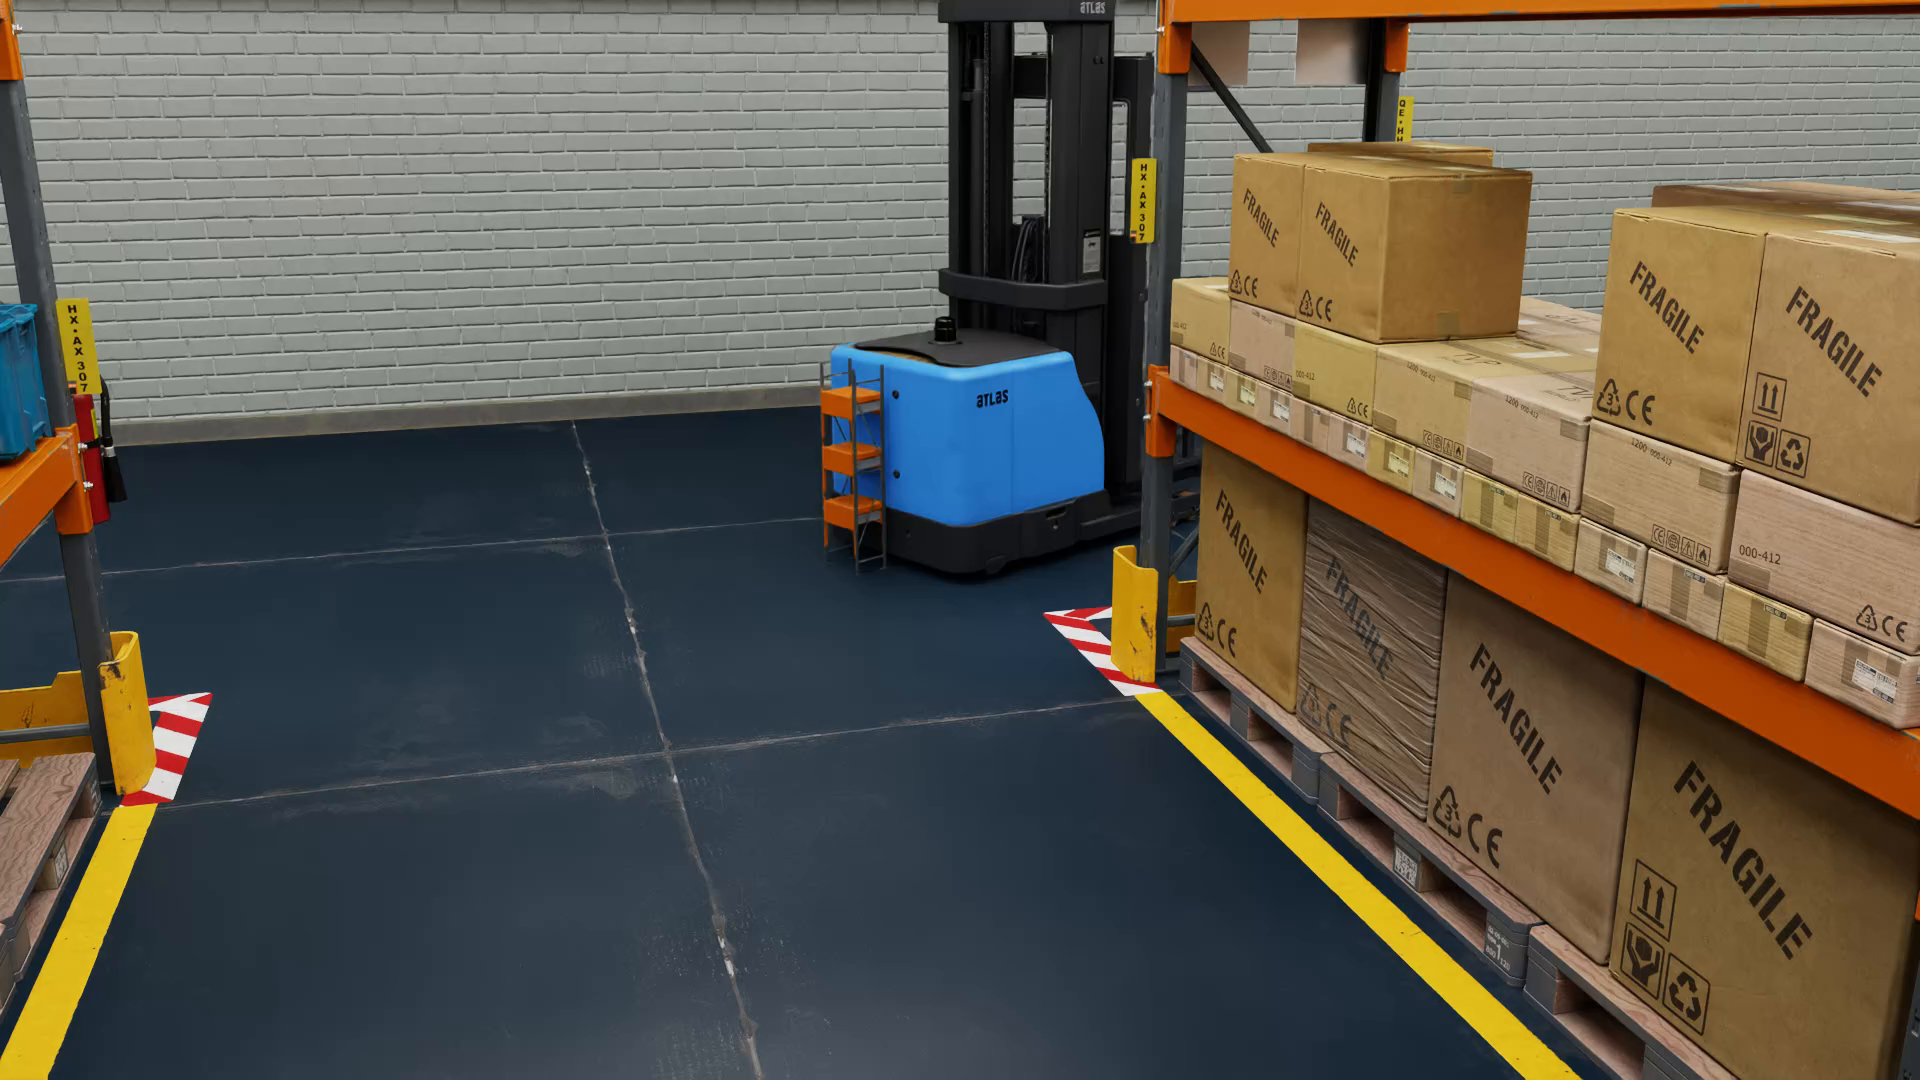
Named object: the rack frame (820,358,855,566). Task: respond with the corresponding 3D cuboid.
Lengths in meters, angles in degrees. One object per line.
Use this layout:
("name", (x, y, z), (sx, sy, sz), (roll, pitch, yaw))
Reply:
("rack frame", (-0.619, -0.390, 8.425), (0.200, 1.050, 0.008), (-15, 23, -41))

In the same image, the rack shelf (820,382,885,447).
("rack shelf", (-0.534, -0.626, 8.262), (0.215, 0.259, 0.240), (-15, 23, -41))

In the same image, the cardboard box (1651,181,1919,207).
("cardboard box", (2.192, -0.676, 4.428), (0.500, 0.500, 0.500), (-5, 18, -17))

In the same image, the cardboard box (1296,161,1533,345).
("cardboard box", (1.412, -0.914, 5.221), (0.500, 0.500, 0.500), (-5, 17, -17))

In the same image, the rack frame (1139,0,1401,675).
("rack frame", (1.254, -0.919, 6.799), (1.000, 3.000, 0.127), (-5, 17, -15))

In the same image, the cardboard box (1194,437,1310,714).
("cardboard box", (1.506, 0.068, 6.476), (0.875, 0.875, 0.875), (-5, 17, -15))

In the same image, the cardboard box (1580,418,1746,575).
("cardboard box", (1.835, -0.128, 3.908), (0.500, 0.250, 0.500), (-4, 17, -14))

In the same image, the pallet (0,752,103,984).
("pallet", (-3.319, 1.039, 5.127), (1.003, 0.211, 1.213), (-5, 17, -15))

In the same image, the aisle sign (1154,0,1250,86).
("aisle sign", (0.945, -2.161, 6.412), (0.394, 0.787, 0.004), (-5, 17, -15))

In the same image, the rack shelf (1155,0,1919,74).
("rack shelf", (1.803, -1.458, 4.629), (1.077, 0.370, 4.000), (-5, 17, -15))

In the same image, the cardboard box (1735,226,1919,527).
("cardboard box", (1.969, -0.349, 3.339), (0.500, 0.500, 0.500), (-4, 17, -14))

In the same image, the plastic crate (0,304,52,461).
("plastic crate", (-3.237, -0.496, 5.222), (0.616, 0.435, 0.499), (-5, 17, -15))

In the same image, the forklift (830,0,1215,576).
("forklift", (0.731, -1.567, 9.075), (3.031, 2.935, 1.130), (-15, 23, -42))

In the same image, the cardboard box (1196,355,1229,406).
("cardboard box", (1.106, -0.604, 6.185), (0.380, 0.149, 0.250), (-5, 17, -16))

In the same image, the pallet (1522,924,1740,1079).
("pallet", (2.219, 1.306, 4.237), (1.003, 0.211, 1.213), (-5, 17, -15))

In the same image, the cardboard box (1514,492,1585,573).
("cardboard box", (1.671, -0.036, 4.294), (0.380, 0.149, 0.250), (-4, 17, -14))

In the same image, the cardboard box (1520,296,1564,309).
("cardboard box", (1.781, -0.737, 5.934), (0.500, 0.250, 0.500), (-5, 17, -16))

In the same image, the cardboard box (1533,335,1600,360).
("cardboard box", (2.068, -0.452, 4.987), (0.500, 0.250, 0.500), (-5, 17, -15))

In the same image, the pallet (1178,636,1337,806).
("pallet", (1.549, 0.631, 6.484), (1.003, 0.211, 1.213), (-5, 17, -15))

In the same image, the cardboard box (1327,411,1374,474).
("cardboard box", (1.390, -0.319, 5.238), (0.380, 0.149, 0.250), (-5, 17, -16))

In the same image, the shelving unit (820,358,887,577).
("shelving unit", (-0.534, -0.365, 8.341), (0.215, 1.050, 0.252), (-15, 23, -41))

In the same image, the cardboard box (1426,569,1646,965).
("cardboard box", (2.001, 0.566, 4.818), (0.875, 0.875, 0.875), (-5, 17, -15))

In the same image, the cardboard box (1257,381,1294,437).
("cardboard box", (1.249, -0.461, 5.710), (0.380, 0.149, 0.250), (-5, 17, -16))

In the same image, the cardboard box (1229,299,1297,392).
("cardboard box", (1.275, -0.693, 5.788), (0.500, 0.250, 0.500), (-5, 17, -16))

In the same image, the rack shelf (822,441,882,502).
("rack shelf", (-0.534, -0.355, 8.344), (0.215, 0.259, 0.240), (-15, 23, -41))

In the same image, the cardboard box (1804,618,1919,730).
("cardboard box", (1.954, 0.249, 3.346), (0.380, 0.149, 0.250), (-5, 17, -15))

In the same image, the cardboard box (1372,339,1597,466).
("cardboard box", (1.558, -0.410, 4.845), (0.500, 0.250, 0.500), (-5, 17, -16))

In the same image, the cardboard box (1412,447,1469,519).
("cardboard box", (1.532, -0.177, 4.764), (0.380, 0.149, 0.250), (-4, 17, -14))

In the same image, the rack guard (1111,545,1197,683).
("rack guard", (1.247, 0.271, 7.181), (1.175, 0.500, 0.348), (-5, 17, -15))

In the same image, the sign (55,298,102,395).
("sign", (-2.984, -0.654, 5.632), (0.100, 0.325, 0.005), (-5, 17, -15))

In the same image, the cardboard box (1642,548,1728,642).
("cardboard box", (1.813, 0.107, 3.820), (0.380, 0.149, 0.250), (-5, 17, -16))

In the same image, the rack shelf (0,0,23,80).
("rack shelf", (-2.959, -1.067, 3.326), (1.077, 0.370, 4.000), (-5, 17, -15))
